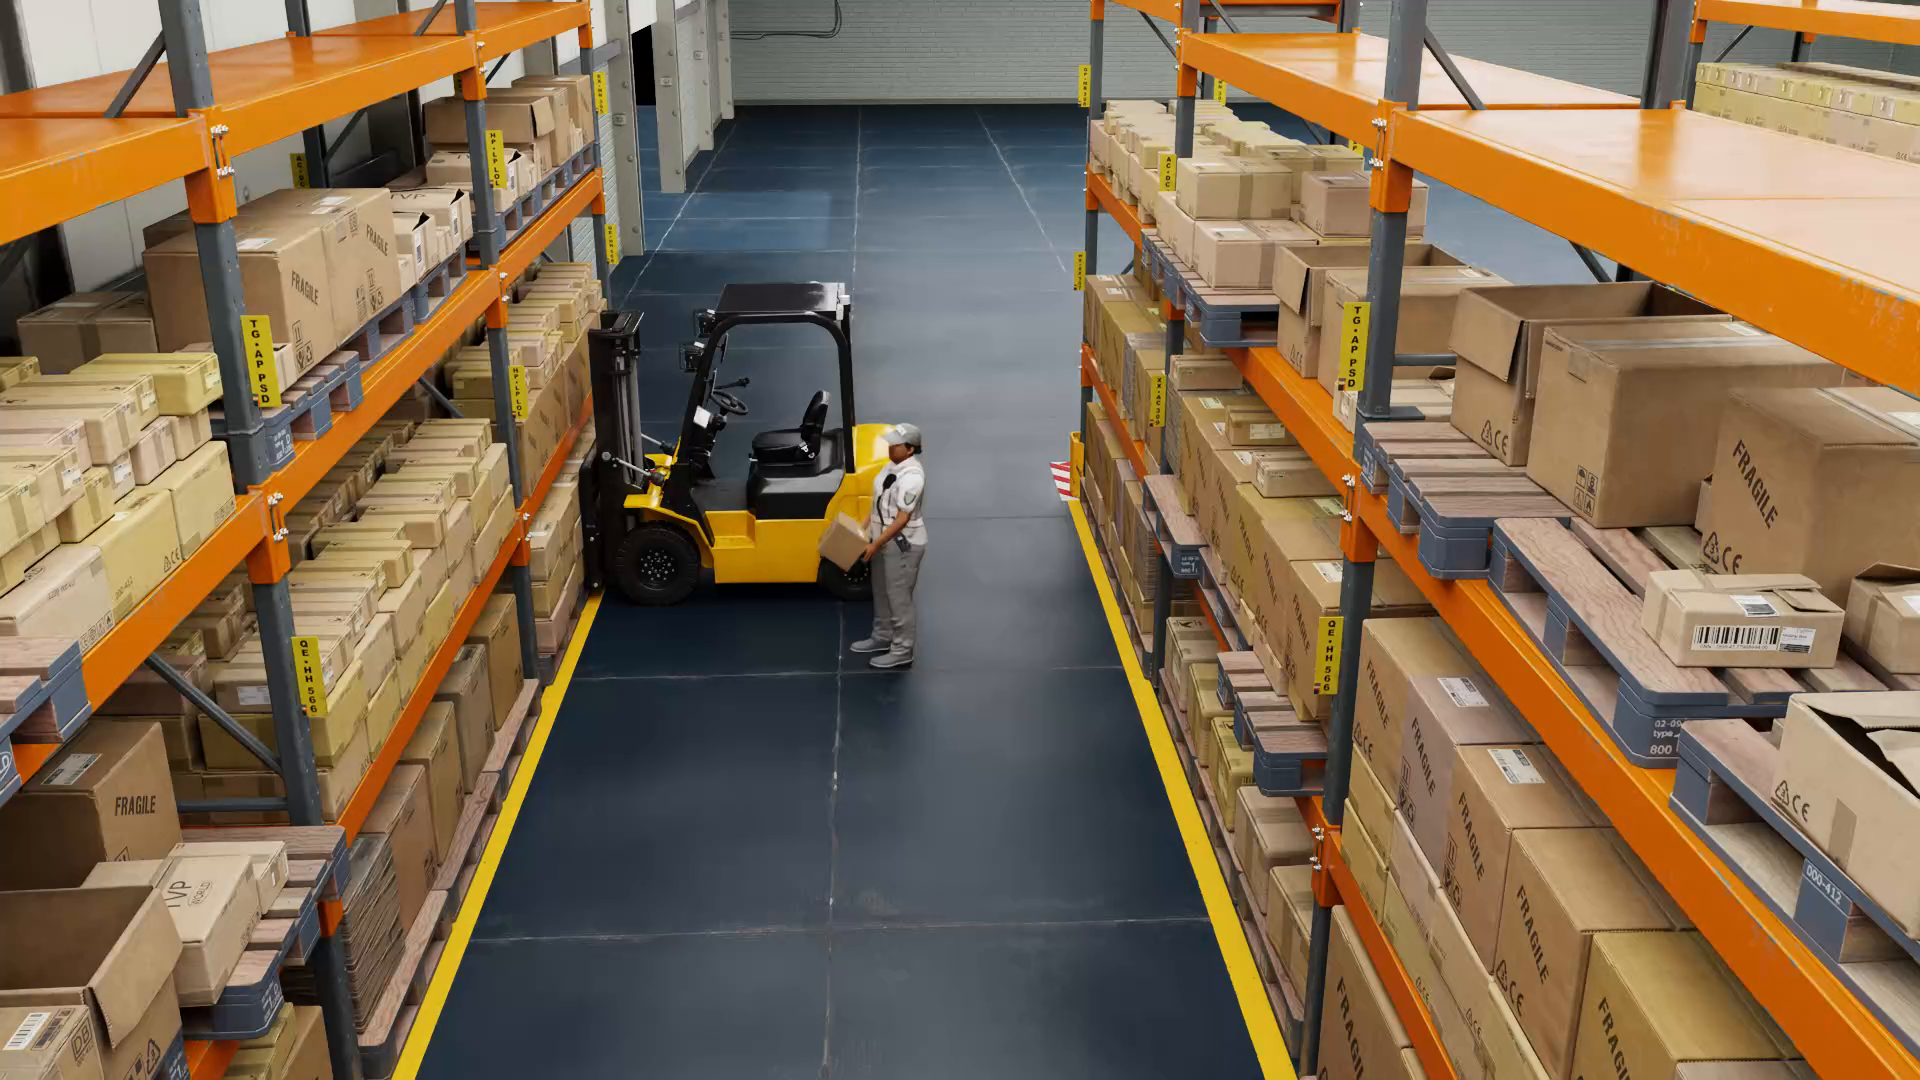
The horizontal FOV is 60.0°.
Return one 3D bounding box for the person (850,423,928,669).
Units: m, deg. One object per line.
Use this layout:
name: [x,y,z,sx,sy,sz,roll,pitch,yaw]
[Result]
person: [-0.471,0.028,10.986,0.469,1.672,0.541,-7,22,-17]
